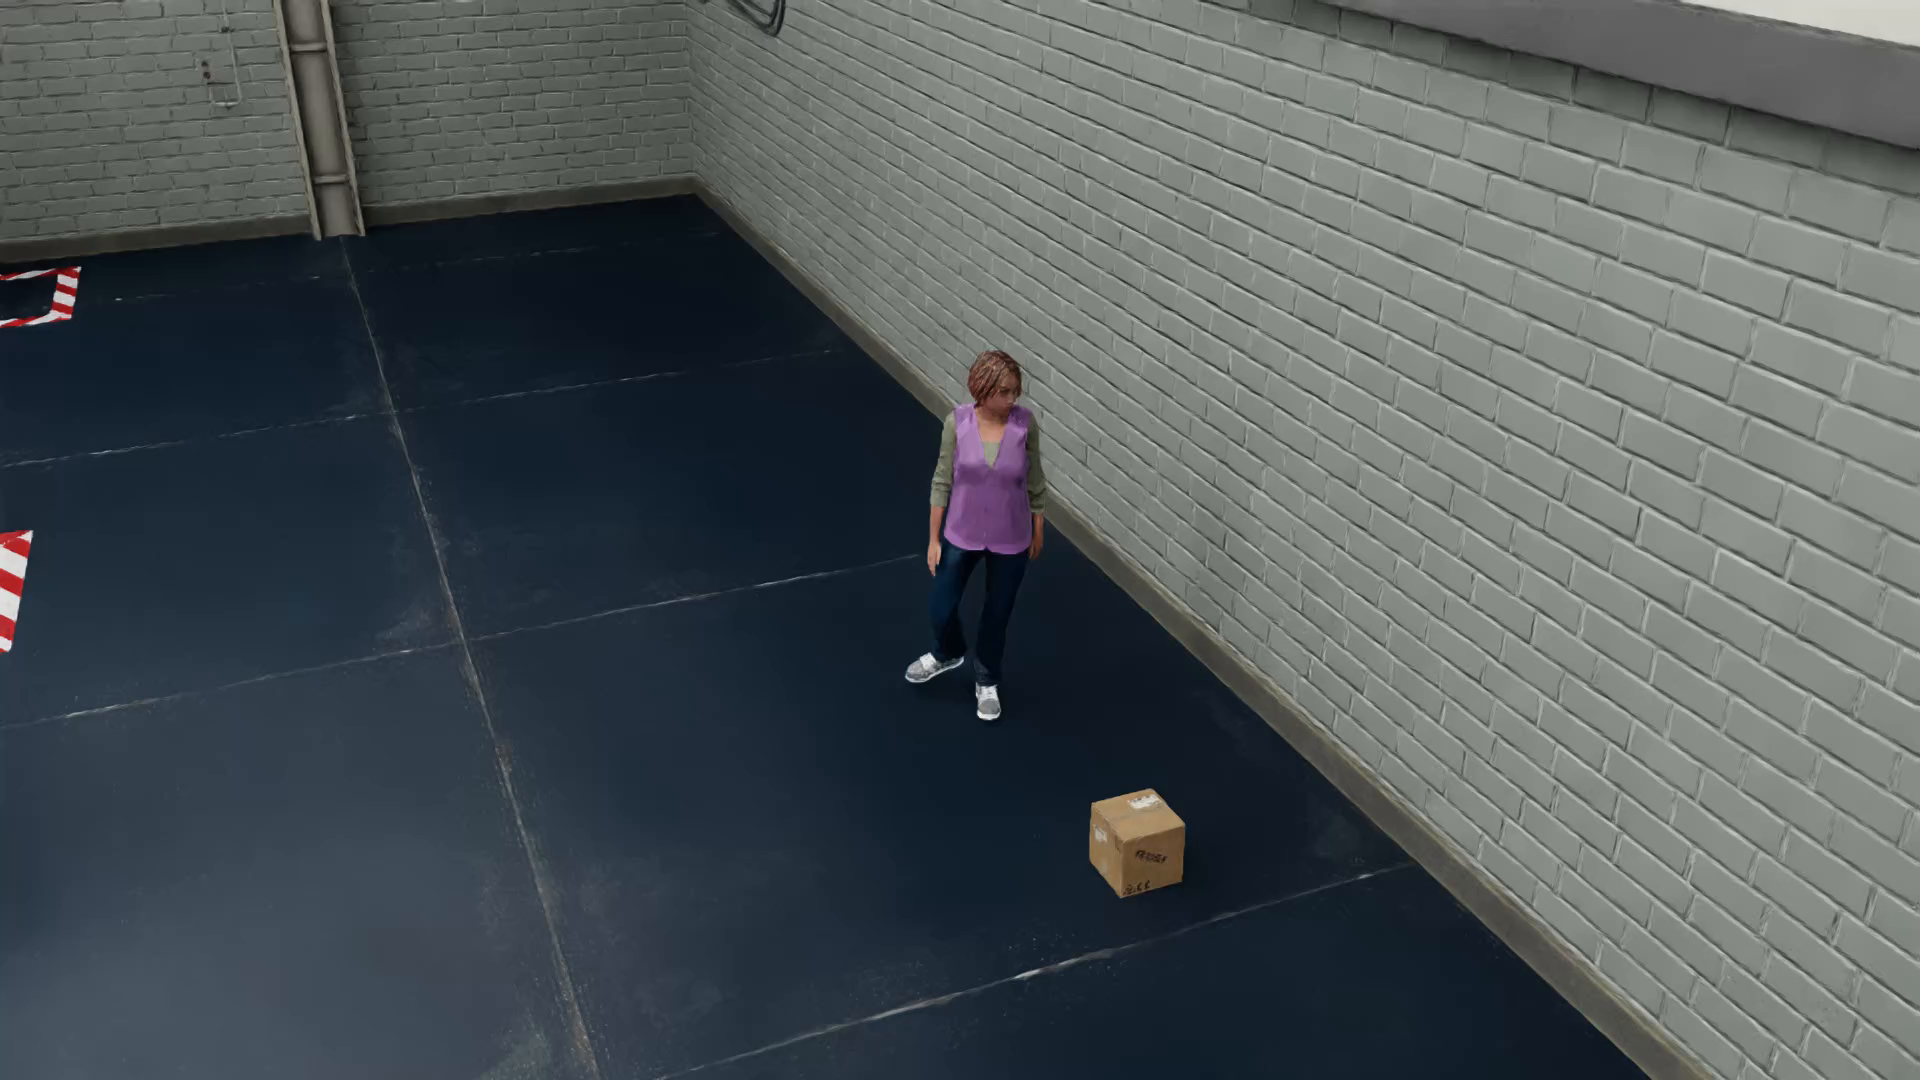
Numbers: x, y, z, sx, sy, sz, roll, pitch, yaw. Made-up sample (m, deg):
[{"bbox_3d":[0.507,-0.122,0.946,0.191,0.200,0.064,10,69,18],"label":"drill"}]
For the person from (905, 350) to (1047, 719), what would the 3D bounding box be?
[{"bbox_3d":[0.052,-0.022,6.634,0.580,1.590,0.420,1,26,2],"label":"person"}]
